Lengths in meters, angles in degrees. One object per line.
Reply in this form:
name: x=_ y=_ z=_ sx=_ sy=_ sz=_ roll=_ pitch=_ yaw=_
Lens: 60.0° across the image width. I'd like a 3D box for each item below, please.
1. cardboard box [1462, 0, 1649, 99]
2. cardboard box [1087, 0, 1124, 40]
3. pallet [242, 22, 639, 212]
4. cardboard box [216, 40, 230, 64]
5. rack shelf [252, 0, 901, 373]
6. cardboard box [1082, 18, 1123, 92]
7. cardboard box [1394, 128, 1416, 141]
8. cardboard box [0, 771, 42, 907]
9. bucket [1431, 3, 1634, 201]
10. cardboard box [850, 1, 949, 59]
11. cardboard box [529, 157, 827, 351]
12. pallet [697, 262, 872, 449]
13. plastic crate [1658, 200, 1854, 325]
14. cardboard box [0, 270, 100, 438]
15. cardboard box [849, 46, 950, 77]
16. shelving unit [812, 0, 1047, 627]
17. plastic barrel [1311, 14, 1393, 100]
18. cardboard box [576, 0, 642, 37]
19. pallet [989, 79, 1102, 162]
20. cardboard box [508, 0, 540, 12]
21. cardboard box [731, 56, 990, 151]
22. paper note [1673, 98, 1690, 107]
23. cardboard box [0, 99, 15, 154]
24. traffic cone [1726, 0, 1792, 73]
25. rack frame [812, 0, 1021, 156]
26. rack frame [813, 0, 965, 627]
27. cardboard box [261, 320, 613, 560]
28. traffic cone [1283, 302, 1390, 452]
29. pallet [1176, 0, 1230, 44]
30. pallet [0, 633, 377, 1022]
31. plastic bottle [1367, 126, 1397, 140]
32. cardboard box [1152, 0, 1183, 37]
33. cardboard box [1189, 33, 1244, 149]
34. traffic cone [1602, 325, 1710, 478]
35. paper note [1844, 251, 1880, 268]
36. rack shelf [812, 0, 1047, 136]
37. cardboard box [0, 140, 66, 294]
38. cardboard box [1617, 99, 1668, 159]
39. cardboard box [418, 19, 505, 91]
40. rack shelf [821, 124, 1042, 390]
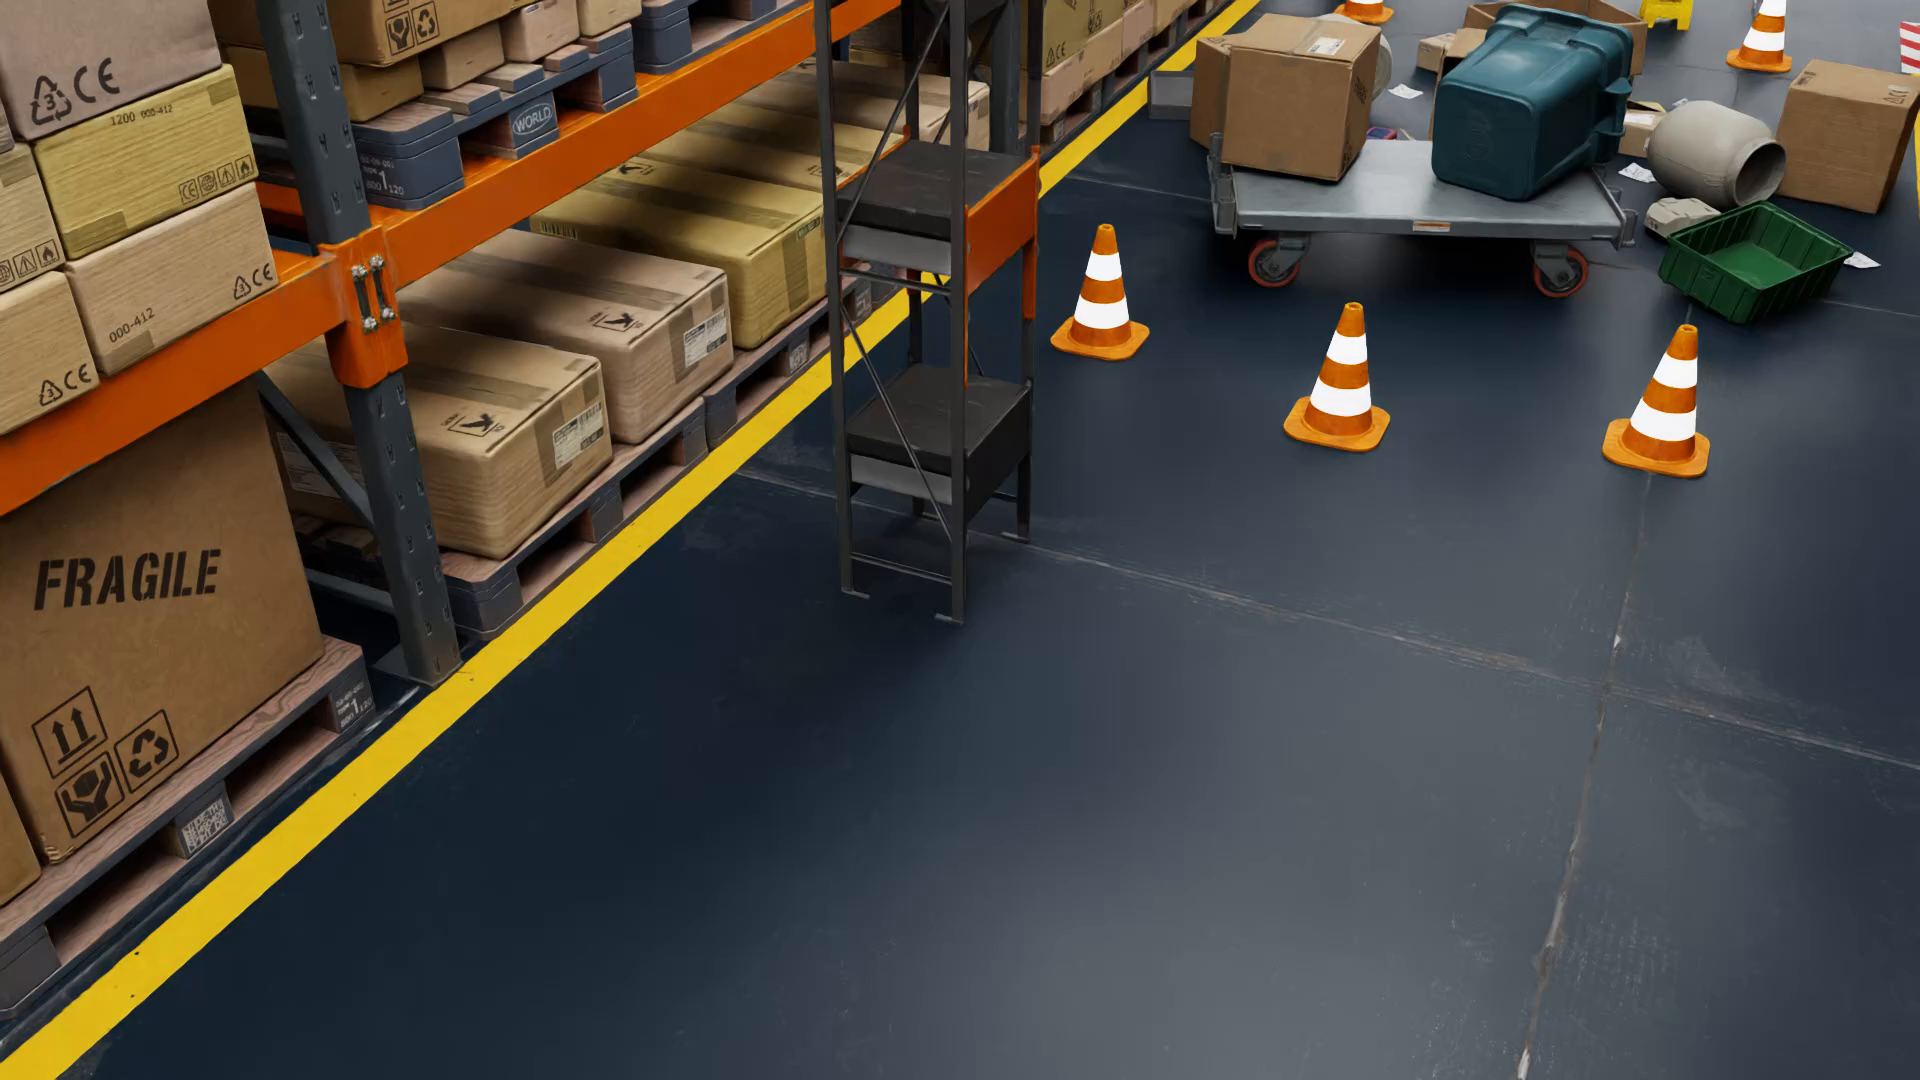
cardboard box: x=3.028 y=-2.466 z=8.553 sx=0.797 sy=0.503 sz=0.637 roll=-9 pitch=34 yaw=-13
cardboard box: x=0.495 y=-2.814 z=8.247 sx=0.500 sy=0.500 sz=0.500 roll=16 pitch=36 yaw=22
pallet: x=-1.682 y=-1.281 z=4.643 sx=1.213 sy=0.211 sz=1.003 roll=14 pitch=36 yaw=20
cardboard box: x=-1.960 y=-1.269 z=4.297 sx=0.380 sy=0.149 sz=0.250 roll=16 pitch=36 yaw=22
rack shelf: x=-1.047 y=-1.677 z=5.728 sx=1.077 sy=0.370 sz=4.000 roll=14 pitch=36 yaw=20
cardboard box: x=0.495 y=-2.500 z=8.452 sx=0.500 sy=0.250 sz=0.500 roll=16 pitch=37 yaw=23
cardboard box: x=2.080 y=-1.744 z=7.667 sx=0.258 sy=0.266 sz=0.396 roll=-9 pitch=34 yaw=-13
cardboard box: x=-2.625 y=0.499 z=3.307 sx=0.875 sy=0.875 sz=0.875 roll=15 pitch=36 yaw=21
bucket: x=2.291 y=-1.752 z=6.785 sx=0.726 sy=0.611 sz=0.620 roll=29 pitch=53 yaw=36
cardboard box: x=-0.206 y=-2.669 z=8.026 sx=0.500 sy=0.500 sz=0.500 roll=14 pitch=36 yaw=20
cardboard box: x=-1.014 y=-1.083 z=6.180 sx=0.950 sy=0.372 sz=0.625 roll=15 pitch=36 yaw=22
pallet: x=-1.044 y=-0.810 z=6.293 sx=1.003 sy=0.211 sz=1.213 roll=14 pitch=36 yaw=20
plastic crate: x=3.211 y=-1.124 z=6.740 sx=0.662 sy=0.188 sz=0.450 roll=-21 pitch=49 yaw=-29
cardboard box: x=-2.059 y=-0.349 z=3.184 sx=0.500 sy=0.250 sz=0.500 roll=15 pitch=36 yaw=21
cardboard box: x=-0.207 y=-2.356 z=8.232 sx=0.500 sy=0.250 sz=0.500 roll=16 pitch=36 yaw=23
shelving unit: x=-0.069 y=-0.796 z=4.549 sx=0.431 sy=2.100 sz=0.503 roll=14 pitch=36 yaw=20
plastic barrel: x=1.974 y=-2.513 z=8.696 sx=0.421 sy=0.421 sz=0.512 roll=-15 pitch=36 yaw=-21
cardboard box: x=-1.140 y=-1.563 z=4.744 sx=0.380 sy=0.149 sz=0.250 roll=14 pitch=36 yaw=21
pallet: x=0.039 y=-2.150 z=8.337 sx=1.003 sy=0.211 sz=1.213 roll=14 pitch=36 yaw=20
cardboard box: x=-1.274 y=-1.756 z=4.447 sx=0.500 sy=0.500 sz=0.500 roll=16 pitch=37 yaw=23
cardboard box: x=-0.427 y=-1.789 z=7.256 sx=0.950 sy=0.372 sz=0.625 roll=15 pitch=36 yaw=21
paper note: x=3.821 y=-2.268 z=8.682 sx=0.144 sy=0.017 sz=0.142 roll=29 pitch=43 yaw=36
cardboard box: x=-2.070 y=-0.867 z=2.833 sx=0.500 sy=0.500 sz=0.500 roll=15 pitch=36 yaw=21
traffic cone: x=4.490 y=-2.881 z=9.222 sx=0.336 sy=0.463 sz=0.334 roll=14 pitch=36 yaw=20
rack frame: x=-0.210 y=-2.974 z=7.050 sx=1.000 sy=3.000 sz=0.127 roll=14 pitch=36 yaw=20
rack frame: x=-0.171 y=-0.674 z=4.363 sx=0.400 sy=2.100 sz=0.015 roll=14 pitch=36 yaw=20
cardboard box: x=-1.638 y=-0.338 z=5.043 sx=0.950 sy=0.372 sz=0.625 roll=12 pitch=35 yaw=17
traffic cone: x=1.329 y=-0.600 z=5.744 sx=0.336 sy=0.463 sz=0.334 roll=14 pitch=36 yaw=20
pallet: x=1.059 y=-3.366 z=10.190 sx=1.003 sy=0.211 sz=1.213 roll=14 pitch=36 yaw=20
pallet: x=-2.282 y=0.560 z=4.204 sx=1.003 sy=0.211 sz=1.213 roll=14 pitch=36 yaw=20
plastic bottle: x=2.033 y=-1.958 z=8.180 sx=0.133 sy=0.061 sz=0.283 roll=21 pitch=39 yaw=28
cardboard box: x=0.932 y=-3.009 z=9.229 sx=0.500 sy=0.250 sz=0.500 roll=13 pitch=35 yaw=19
cardboard box: x=1.474 y=-2.151 z=8.072 sx=0.500 sy=0.500 sz=0.500 roll=-15 pitch=36 yaw=-21
traffic cone: x=2.395 y=-0.506 z=5.600 sx=0.336 sy=0.463 sz=0.334 roll=14 pitch=36 yaw=20
paper note: x=3.787 y=-1.190 z=7.036 sx=0.147 sy=0.020 sz=0.142 roll=-9 pitch=34 yaw=-13
rack shelf: x=-0.069 y=-1.370 z=4.172 sx=0.431 sy=0.518 sz=0.480 roll=14 pitch=36 yaw=20
cardboard box: x=-2.067 y=-0.572 z=3.068 sx=0.500 sy=0.250 sz=0.500 roll=13 pitch=36 yaw=19
cardboard box: x=3.374 y=-2.024 z=8.094 sx=0.396 sy=0.266 sz=0.258 roll=21 pitch=39 yaw=28
cardboard box: x=-1.430 y=-1.305 z=4.350 sx=0.380 sy=0.149 sz=0.250 roll=12 pitch=35 yaw=18
rack shelf: x=-0.069 y=-0.784 z=4.556 sx=0.431 sy=0.518 sz=0.480 roll=14 pitch=36 yaw=20
